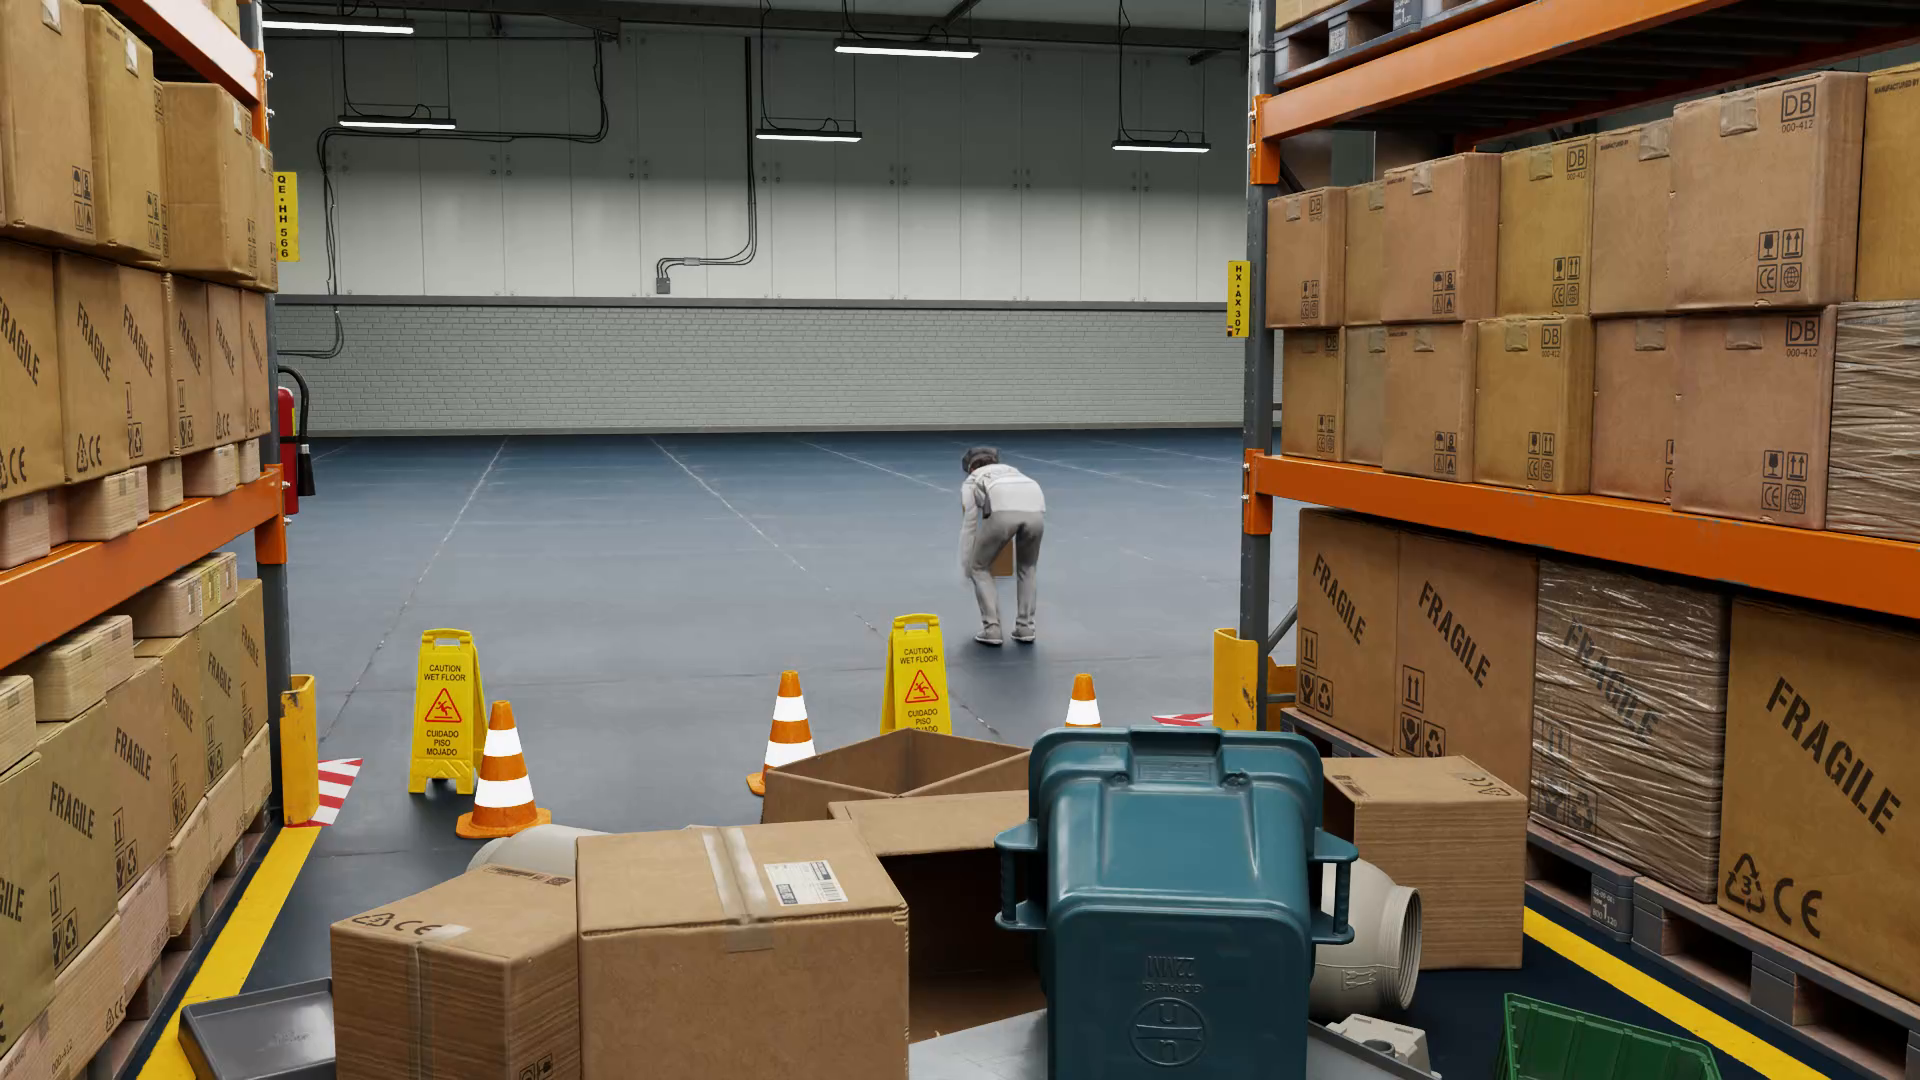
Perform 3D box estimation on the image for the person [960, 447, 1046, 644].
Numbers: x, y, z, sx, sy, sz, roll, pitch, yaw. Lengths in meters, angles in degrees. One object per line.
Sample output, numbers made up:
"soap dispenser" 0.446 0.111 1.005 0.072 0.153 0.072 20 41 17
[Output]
"person" 0.240 0.024 10.257 0.433 1.169 0.912 -2 6 -16
